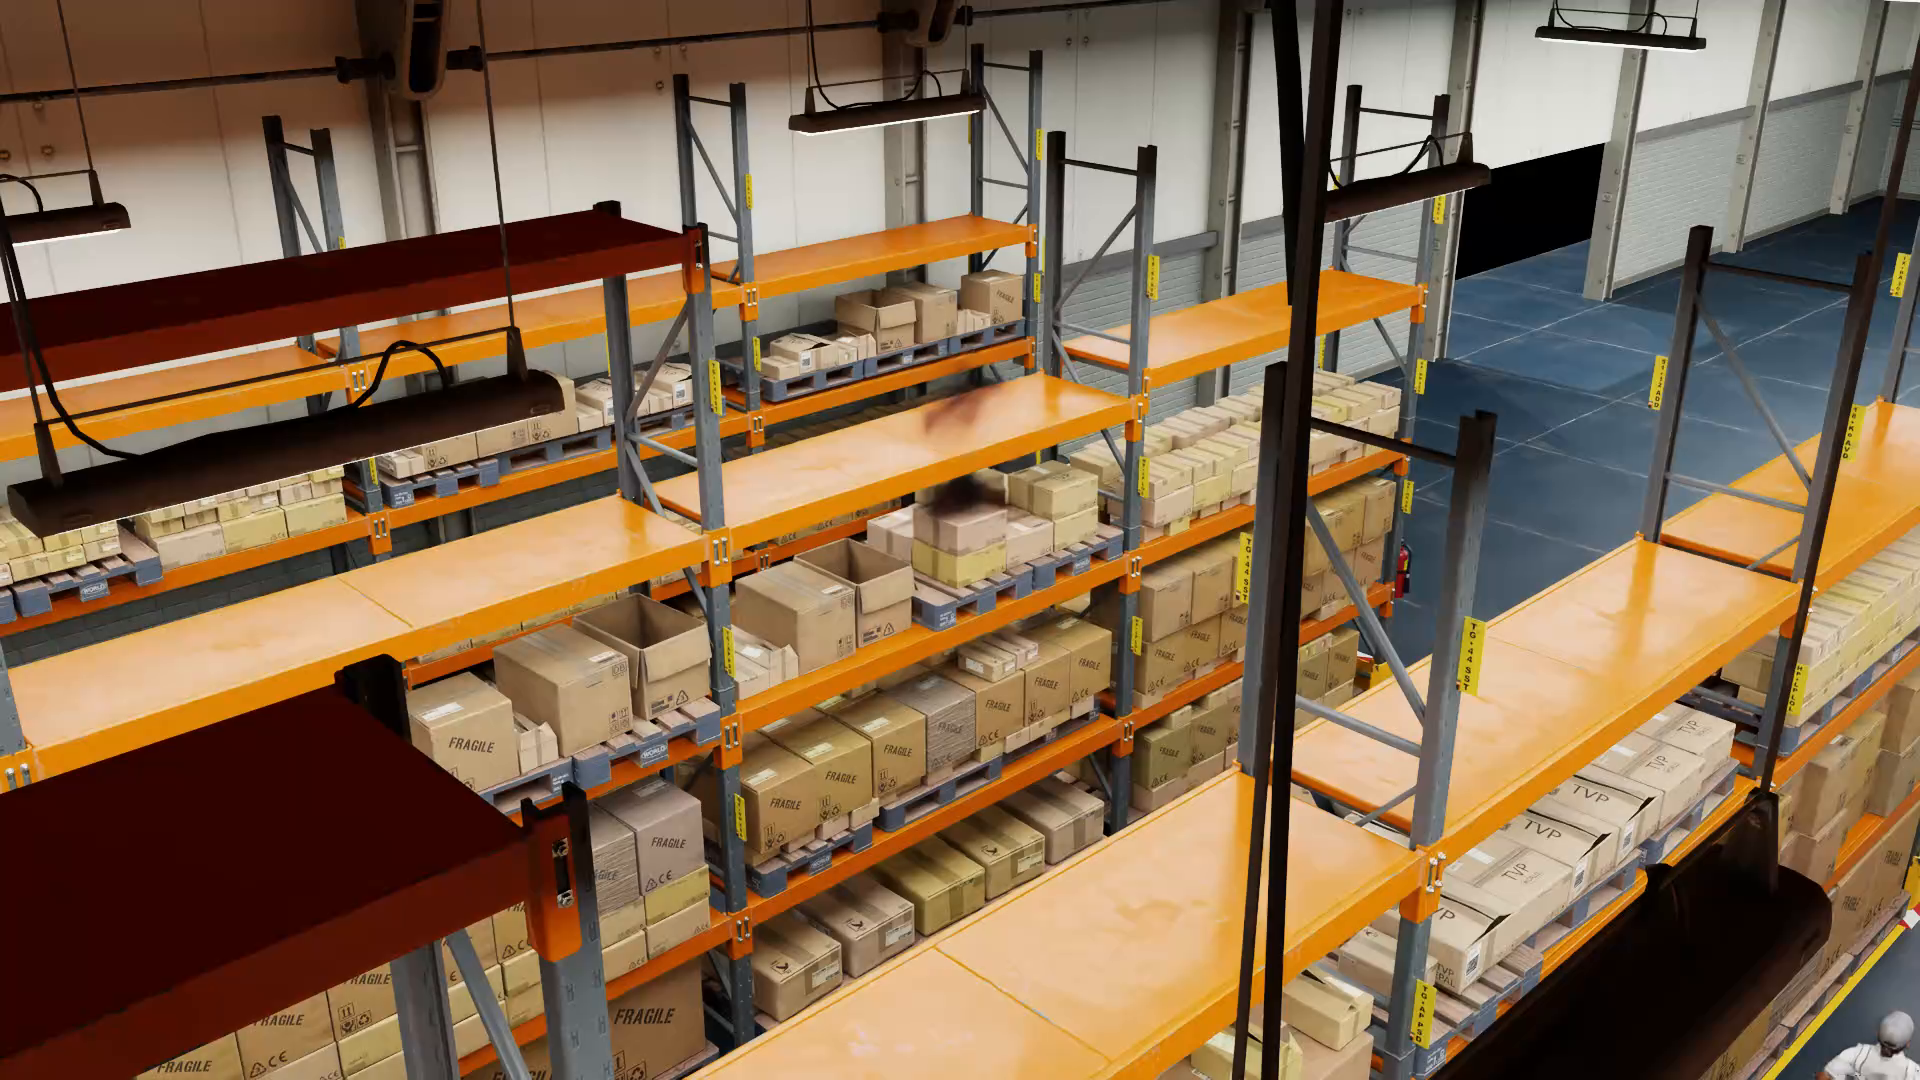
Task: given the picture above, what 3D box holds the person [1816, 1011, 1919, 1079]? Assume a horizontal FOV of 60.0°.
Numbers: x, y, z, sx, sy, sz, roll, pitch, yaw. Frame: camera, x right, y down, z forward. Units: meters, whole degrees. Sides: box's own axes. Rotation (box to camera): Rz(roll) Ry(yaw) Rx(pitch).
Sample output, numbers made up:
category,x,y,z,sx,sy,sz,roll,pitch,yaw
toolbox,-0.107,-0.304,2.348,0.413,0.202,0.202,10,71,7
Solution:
category,x,y,z,sx,sy,sz,roll,pitch,yaw
person,5.554,3.537,10.150,0.591,1.638,0.576,19,29,38
